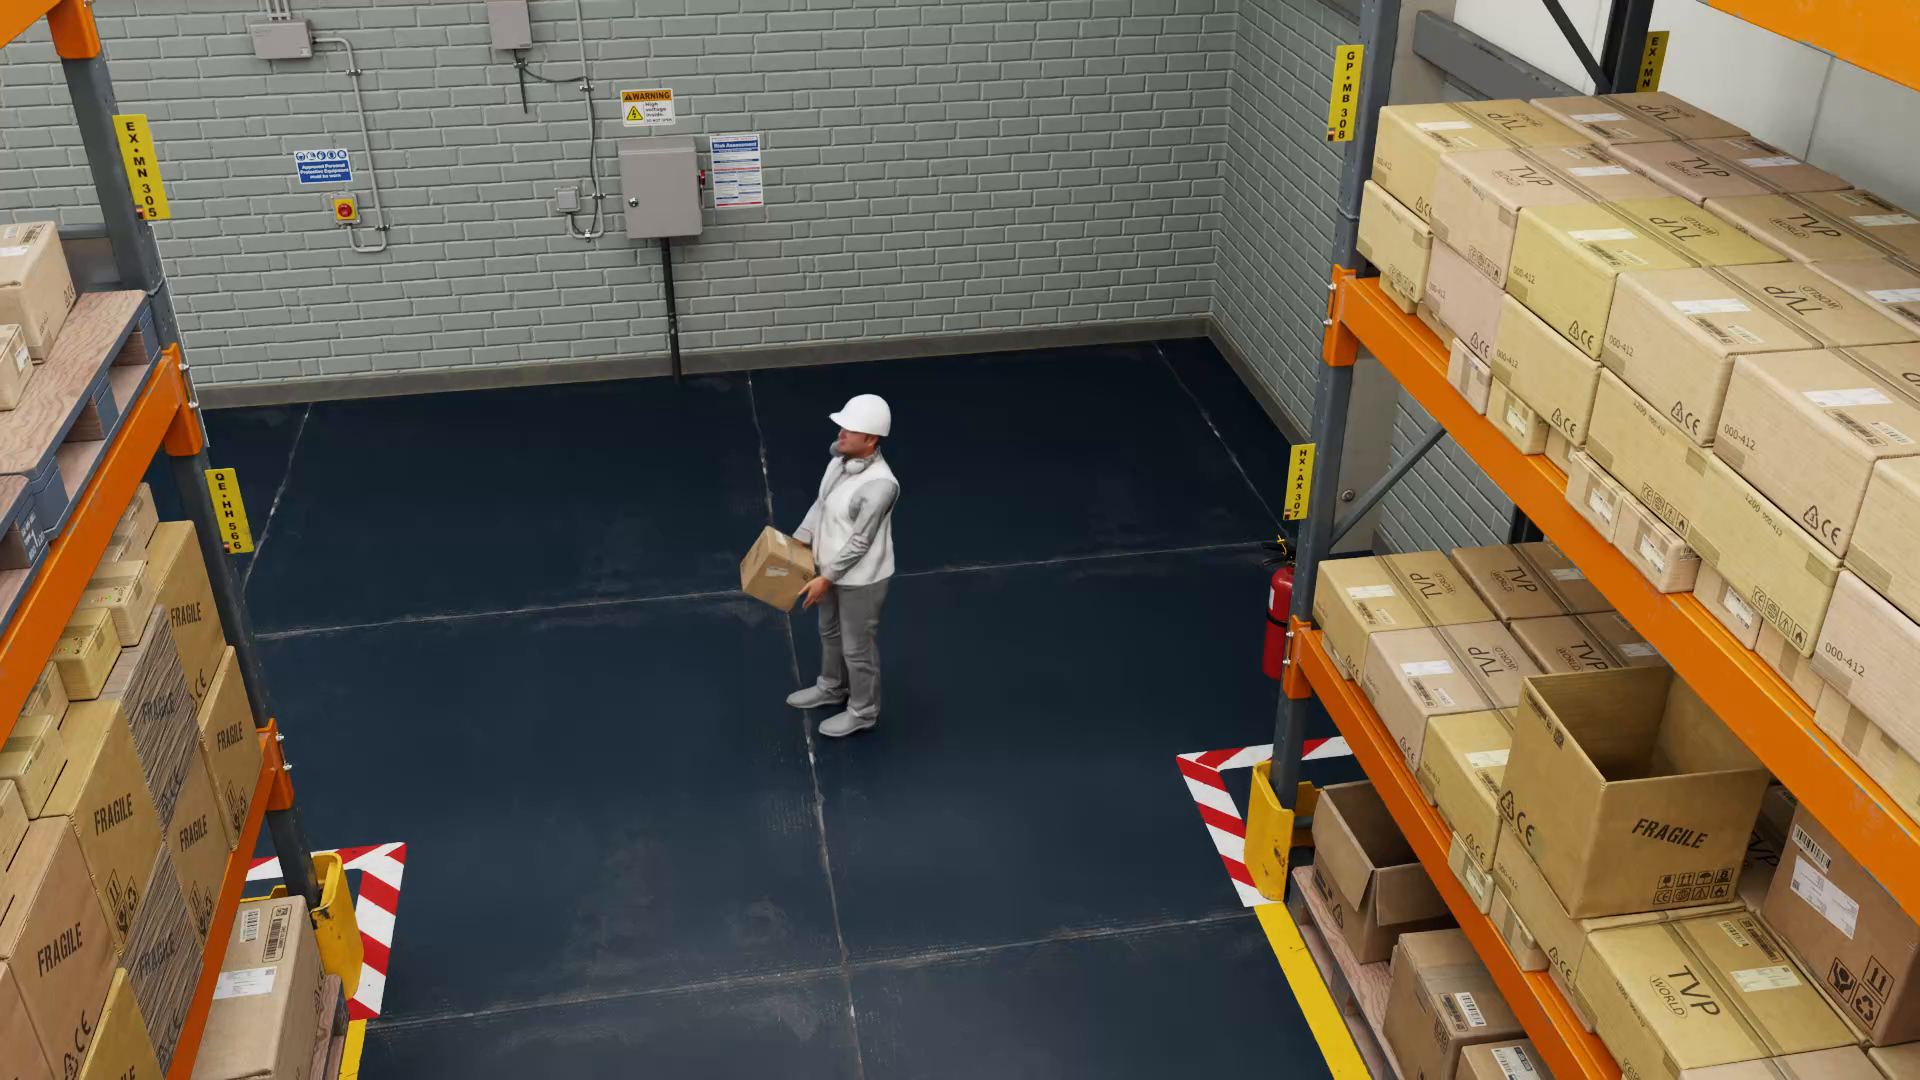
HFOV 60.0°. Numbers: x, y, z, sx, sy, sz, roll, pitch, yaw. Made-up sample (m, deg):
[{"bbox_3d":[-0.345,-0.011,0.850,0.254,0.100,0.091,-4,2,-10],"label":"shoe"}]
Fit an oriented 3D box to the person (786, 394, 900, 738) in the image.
[{"bbox_3d":[-0.580,0.126,7.896,0.521,1.774,0.521,-13,33,-21],"label":"person"}]
